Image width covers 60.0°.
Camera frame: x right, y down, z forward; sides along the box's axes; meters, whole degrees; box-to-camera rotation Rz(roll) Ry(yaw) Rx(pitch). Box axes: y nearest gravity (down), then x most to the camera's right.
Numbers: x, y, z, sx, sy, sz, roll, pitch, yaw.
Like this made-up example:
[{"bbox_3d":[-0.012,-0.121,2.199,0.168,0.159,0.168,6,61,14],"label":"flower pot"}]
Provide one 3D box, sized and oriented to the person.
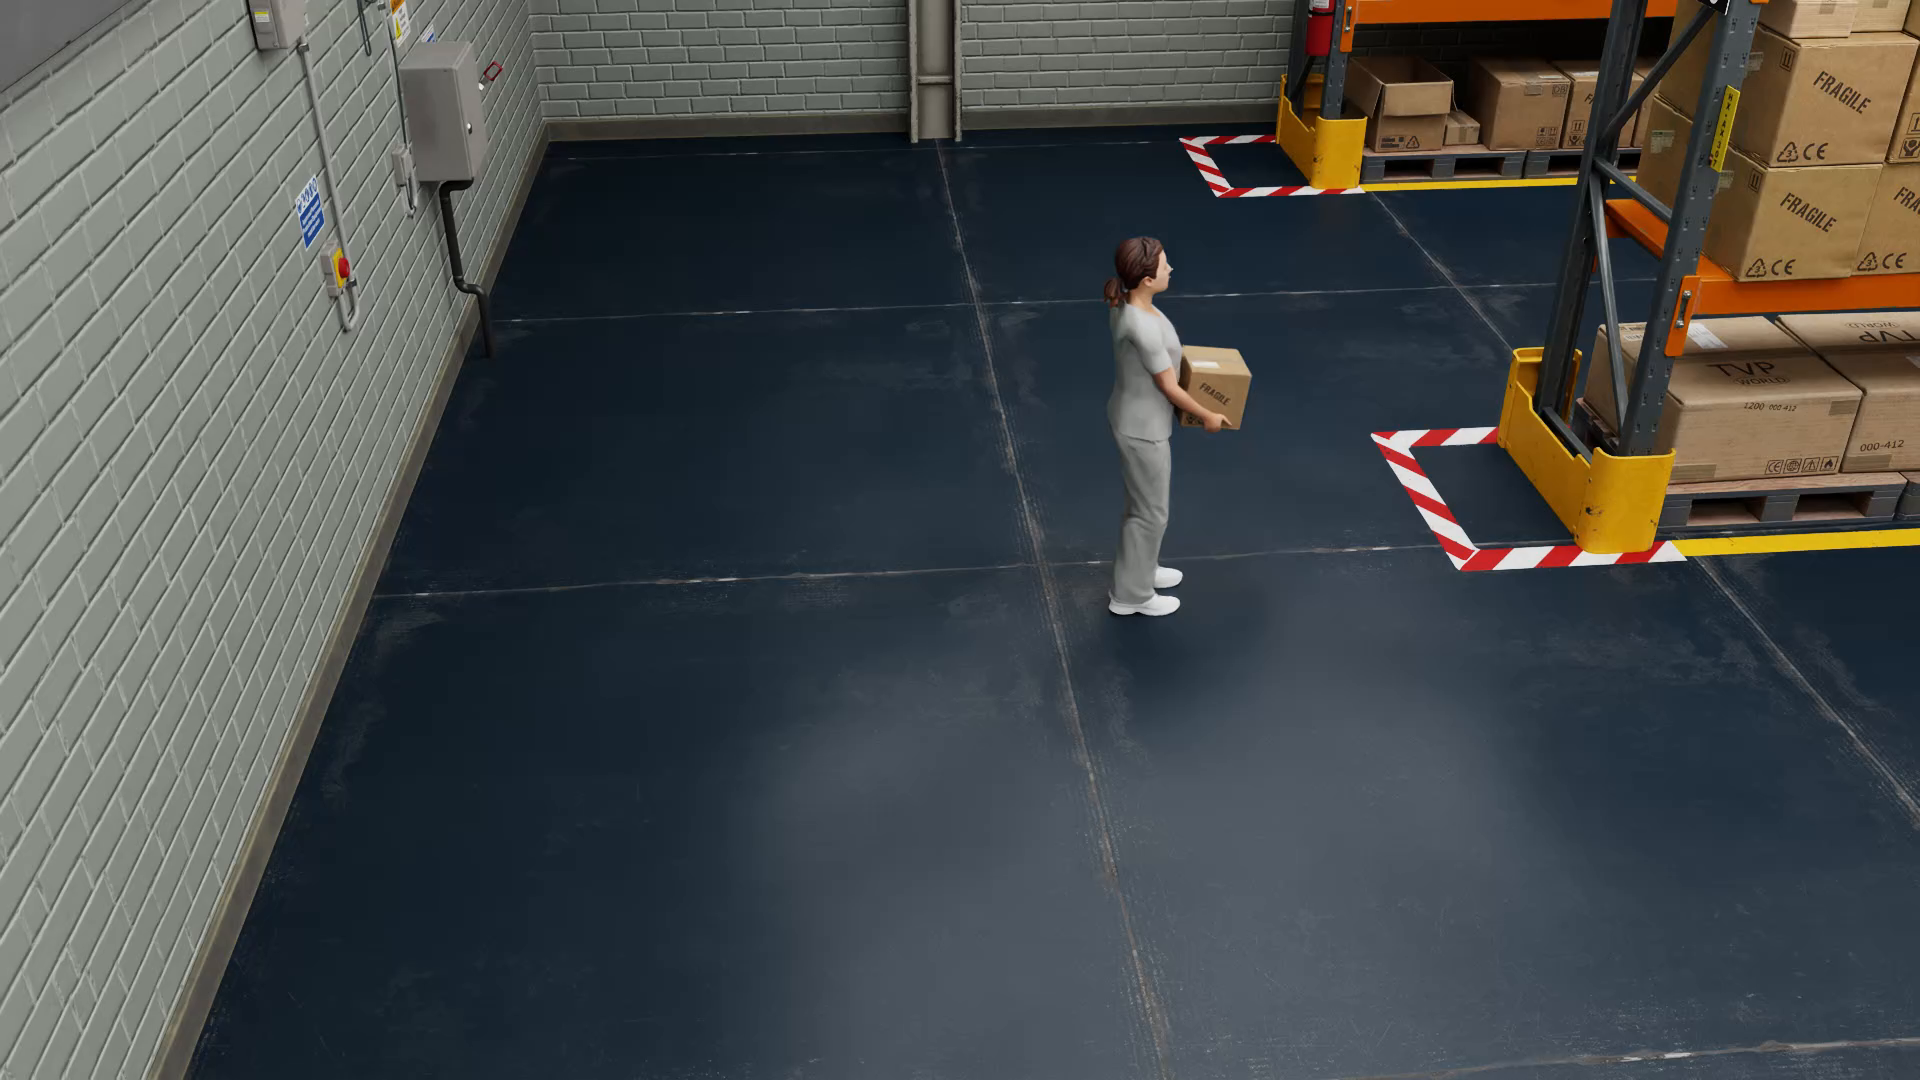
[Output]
[{"bbox_3d":[0.827,-0.468,6.918,0.541,1.667,0.436,-3,31,-4],"label":"person"}]
